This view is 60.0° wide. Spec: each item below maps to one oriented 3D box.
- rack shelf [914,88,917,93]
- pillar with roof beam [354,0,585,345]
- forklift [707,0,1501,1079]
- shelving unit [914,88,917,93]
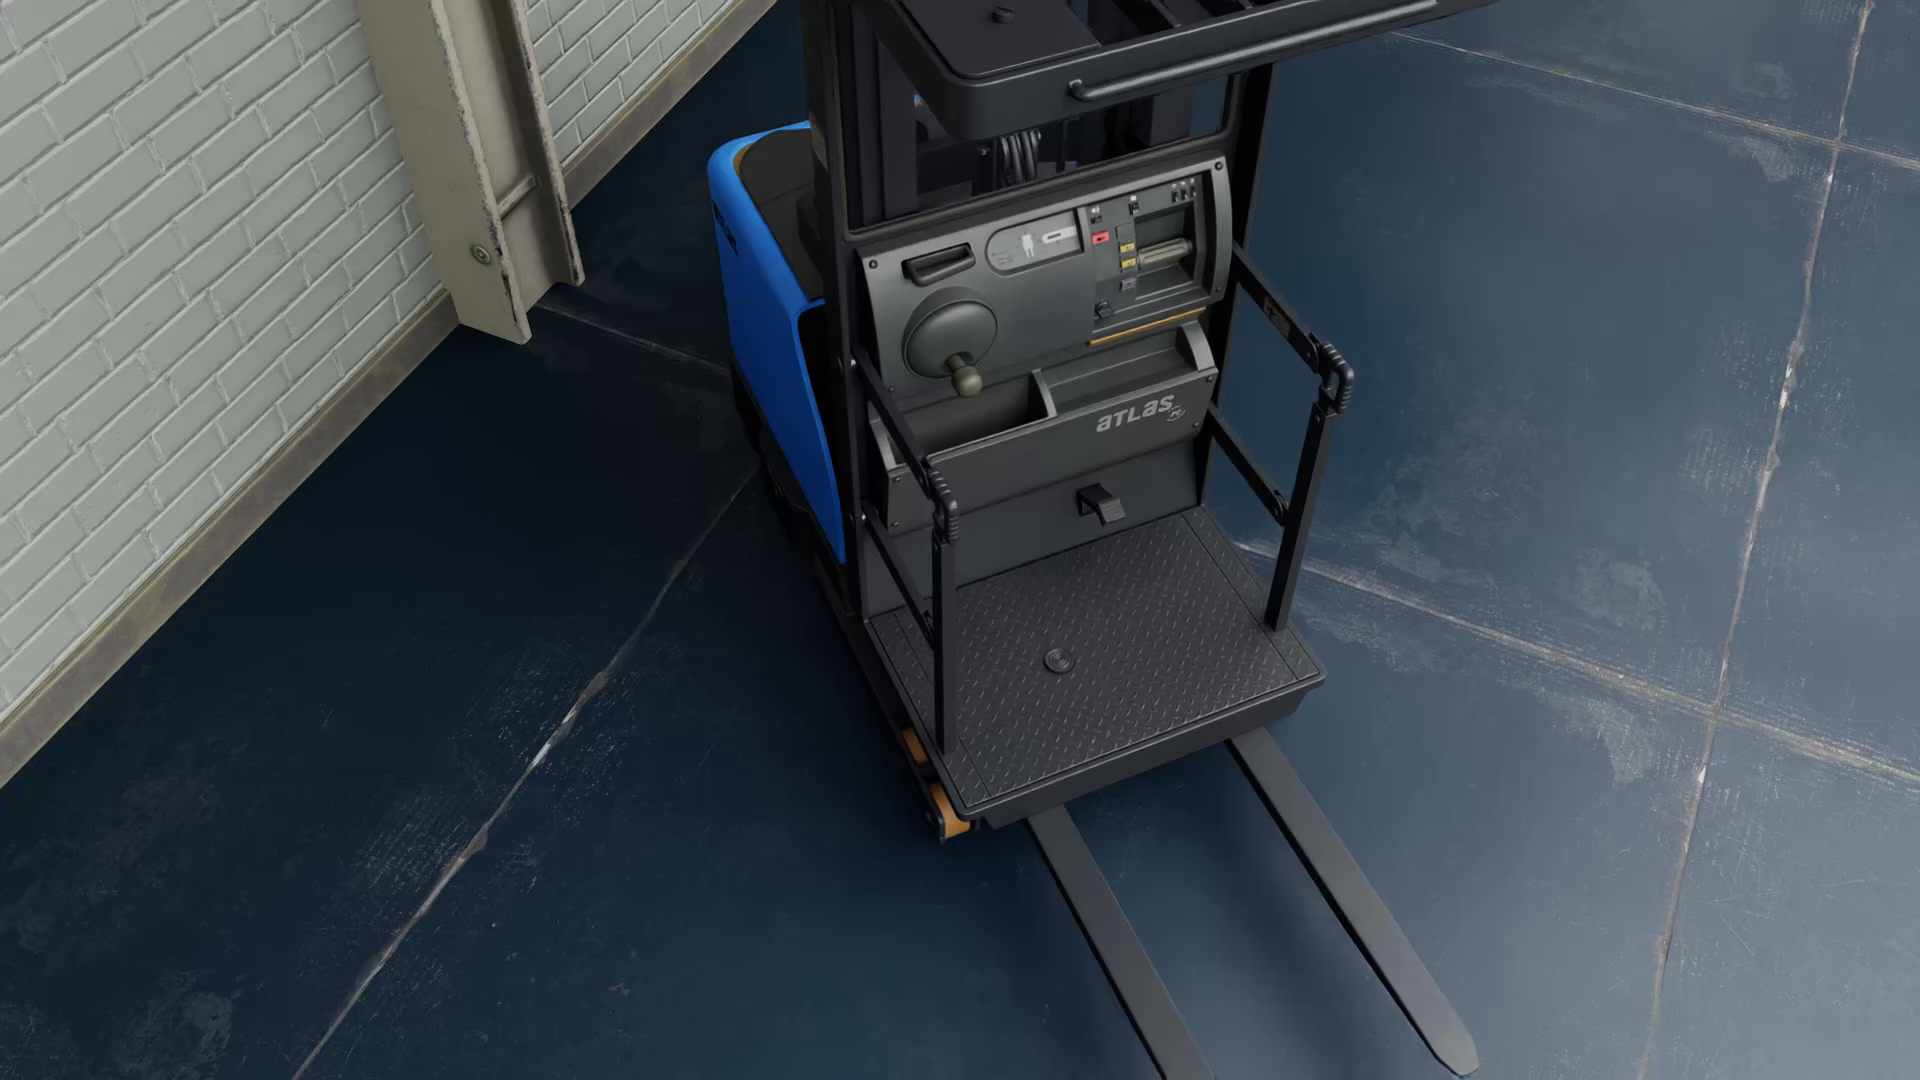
[{"bbox_3d":[-0.027,-1.498,5.216,0.480,0.148,0.258,-15,49,-13],"label":"rack shelf"},{"bbox_3d":[2.307,-2.386,1.371,9.100,9.000,0.400,20,52,16],"label":"pillar with roof beam"},{"bbox_3d":[0.307,-0.519,3.767,1.130,2.935,3.031,-19,52,-15],"label":"forklift"},{"bbox_3d":[-0.023,-1.234,5.507,0.503,1.200,0.258,-15,49,-13],"label":"shelving unit"}]
